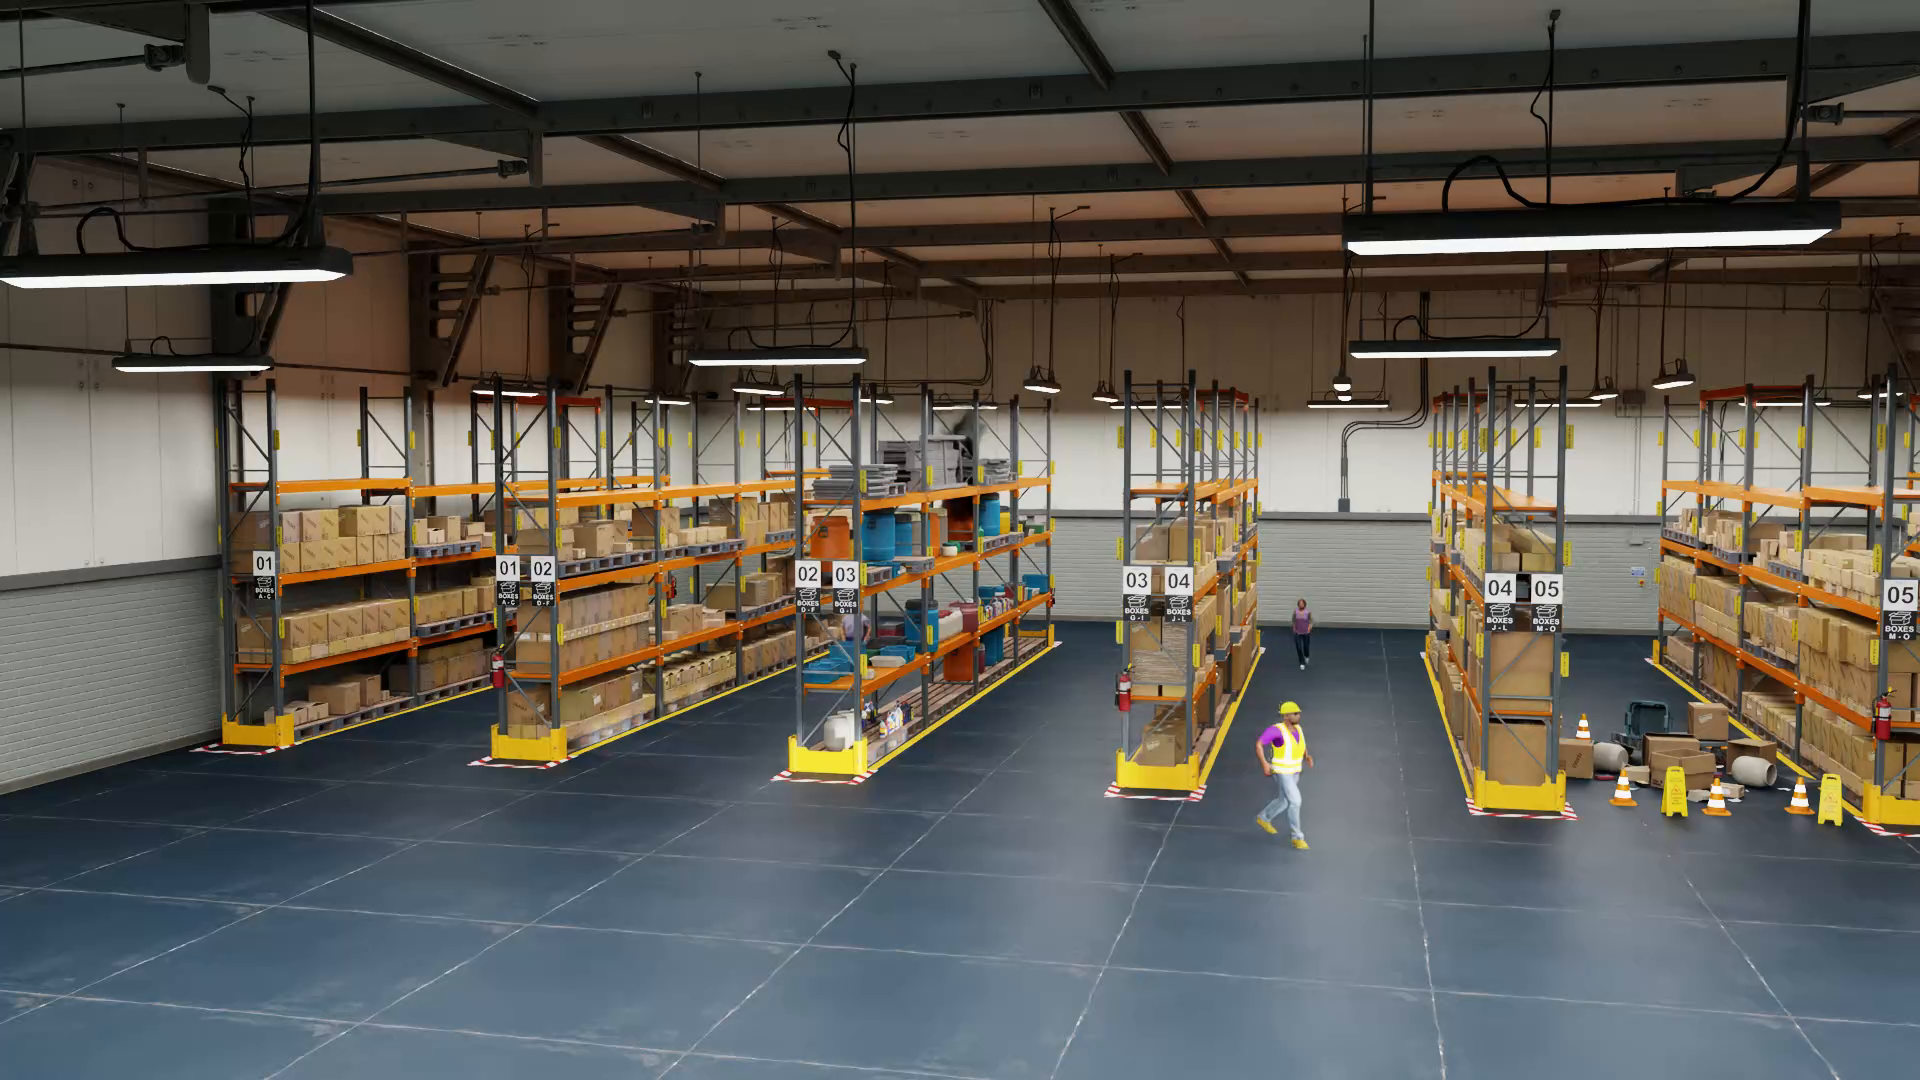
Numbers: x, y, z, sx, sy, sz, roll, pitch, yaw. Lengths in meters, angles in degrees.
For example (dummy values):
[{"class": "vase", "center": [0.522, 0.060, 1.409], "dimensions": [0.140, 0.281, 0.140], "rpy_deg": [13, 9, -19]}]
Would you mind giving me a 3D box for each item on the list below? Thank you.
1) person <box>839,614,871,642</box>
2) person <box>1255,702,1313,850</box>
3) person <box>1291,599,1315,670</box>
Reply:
[{"class": "person", "center": [-2.022, 2.011, 31.810], "dimensions": [0.621, 1.653, 0.518], "rpy_deg": [1, 3, 11]}, {"class": "person", "center": [4.021, 2.911, 20.641], "dimensions": [0.711, 1.827, 0.879], "rpy_deg": [-3, 5, -44]}, {"class": "person", "center": [7.448, 2.051, 36.219], "dimensions": [0.512, 1.554, 0.530], "rpy_deg": [1, 4, 18]}]
